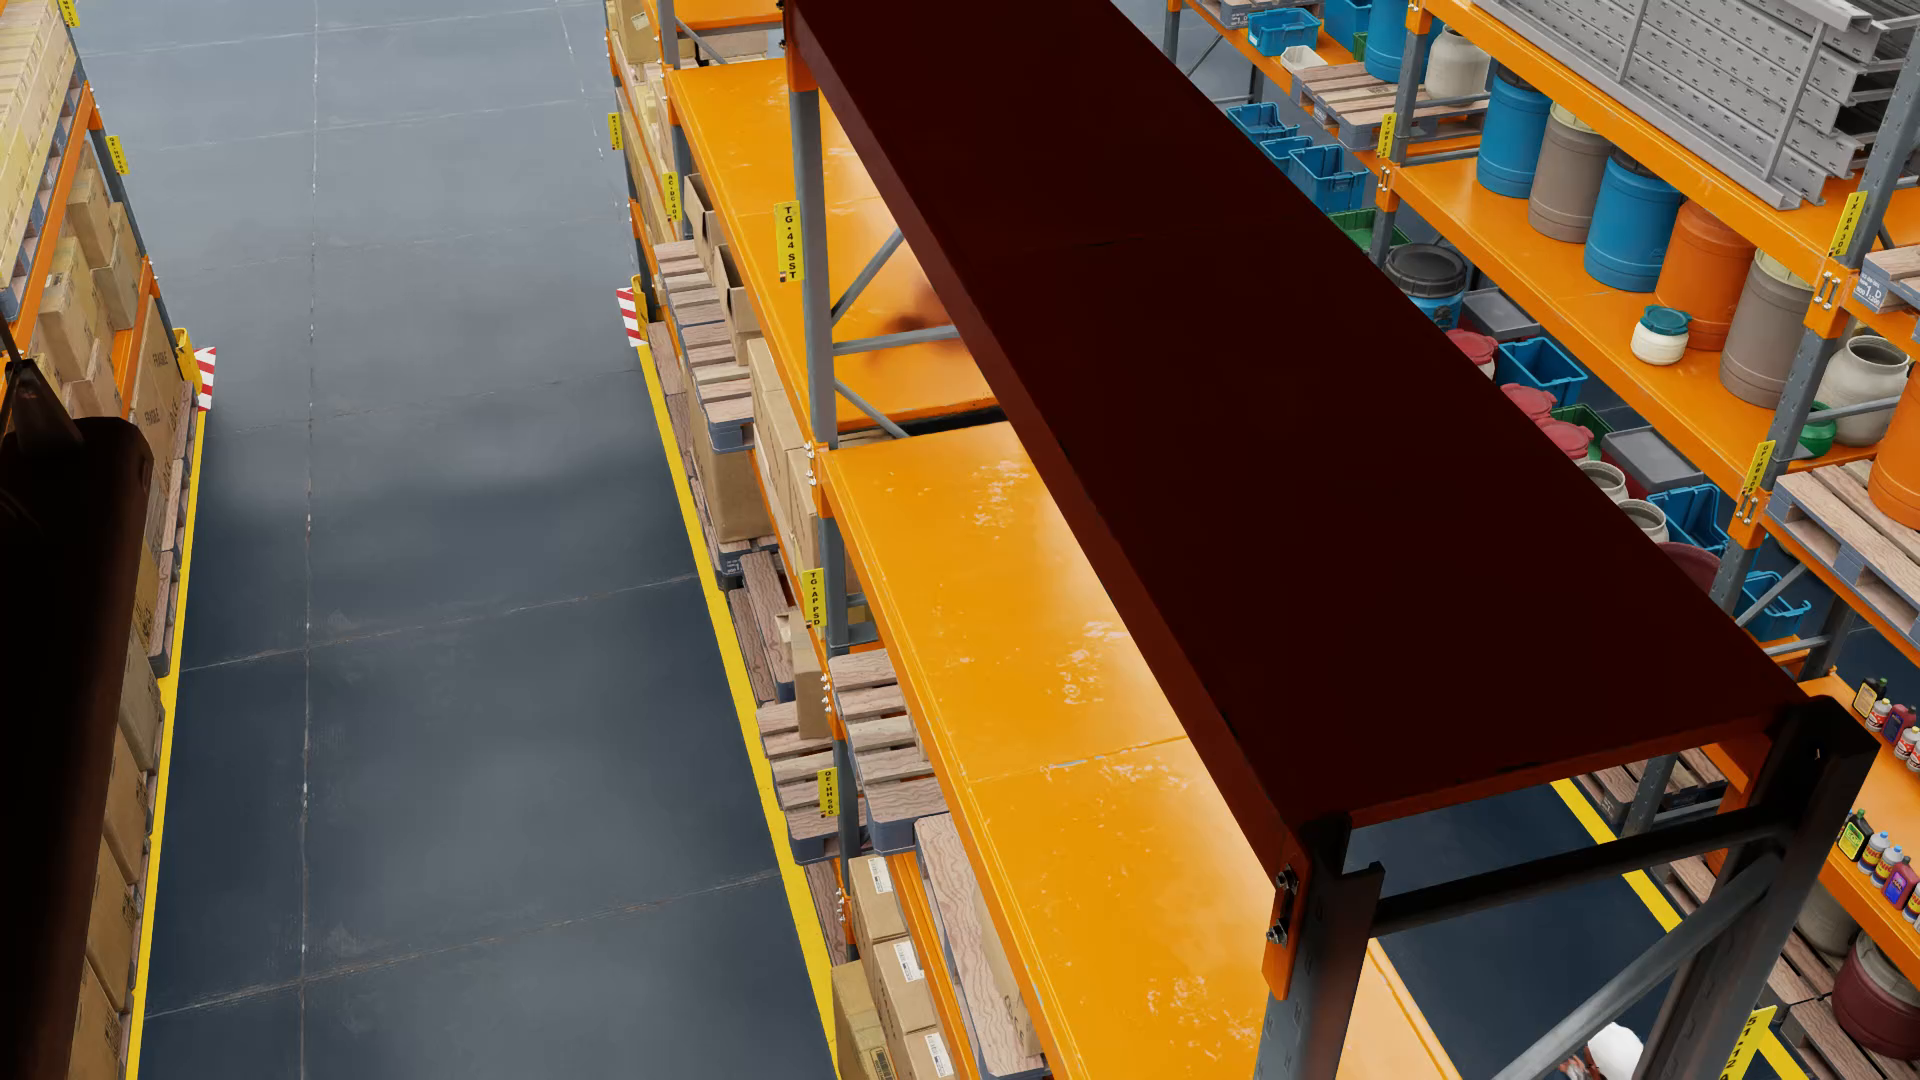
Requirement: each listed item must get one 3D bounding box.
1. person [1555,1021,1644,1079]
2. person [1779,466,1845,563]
[{"bbox_3d":[2.796,2.835,7.560,0.646,1.826,0.736,-13,40,-16],"label":"person"},{"bbox_3d":[6.336,-0.646,12.226,0.681,1.739,0.622,-14,41,-17],"label":"person"}]
